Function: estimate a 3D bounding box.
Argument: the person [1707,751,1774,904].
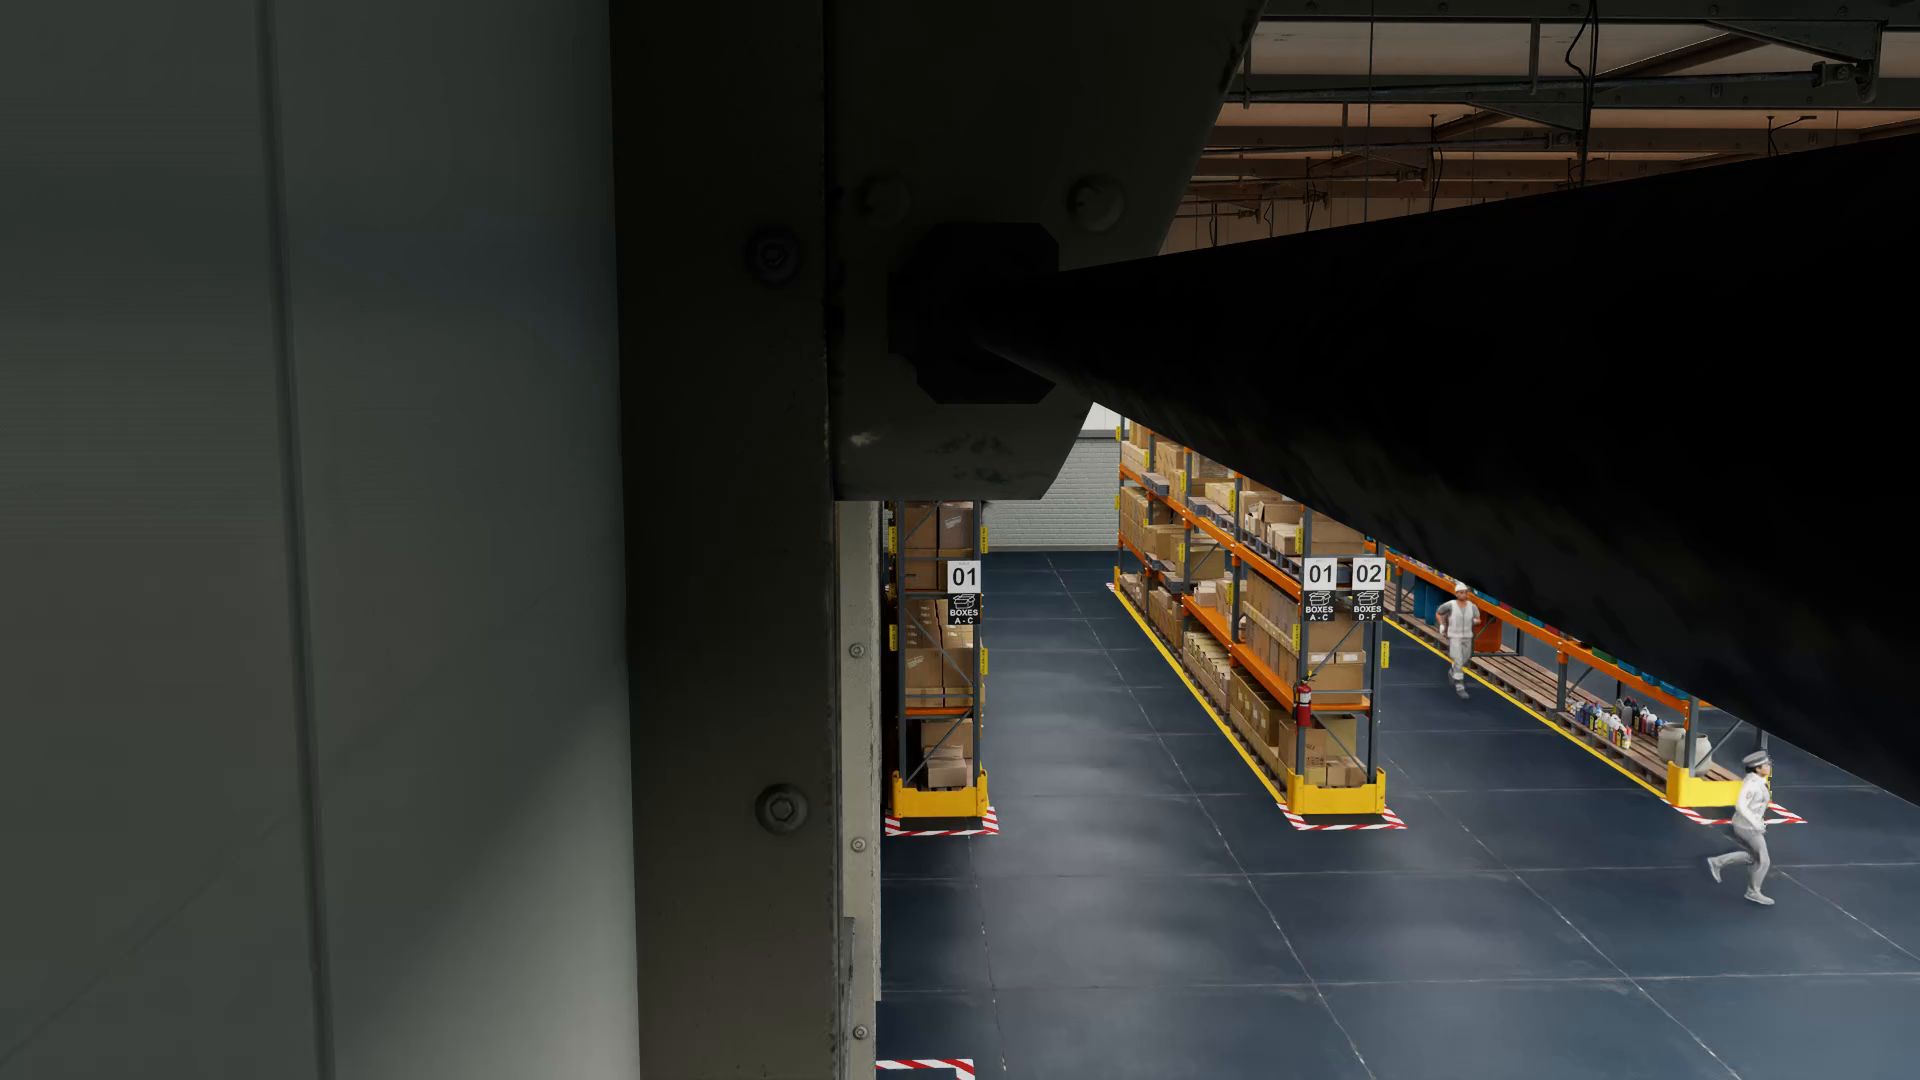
[{"bbox_3d":[8.277,3.015,17.542,0.650,1.668,0.642,4,9,28],"label":"person"}]

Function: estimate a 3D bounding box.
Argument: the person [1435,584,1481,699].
[{"bbox_3d":[8.027,1.578,26.726,0.650,1.773,1.003,-1,8,-7],"label":"person"}]
